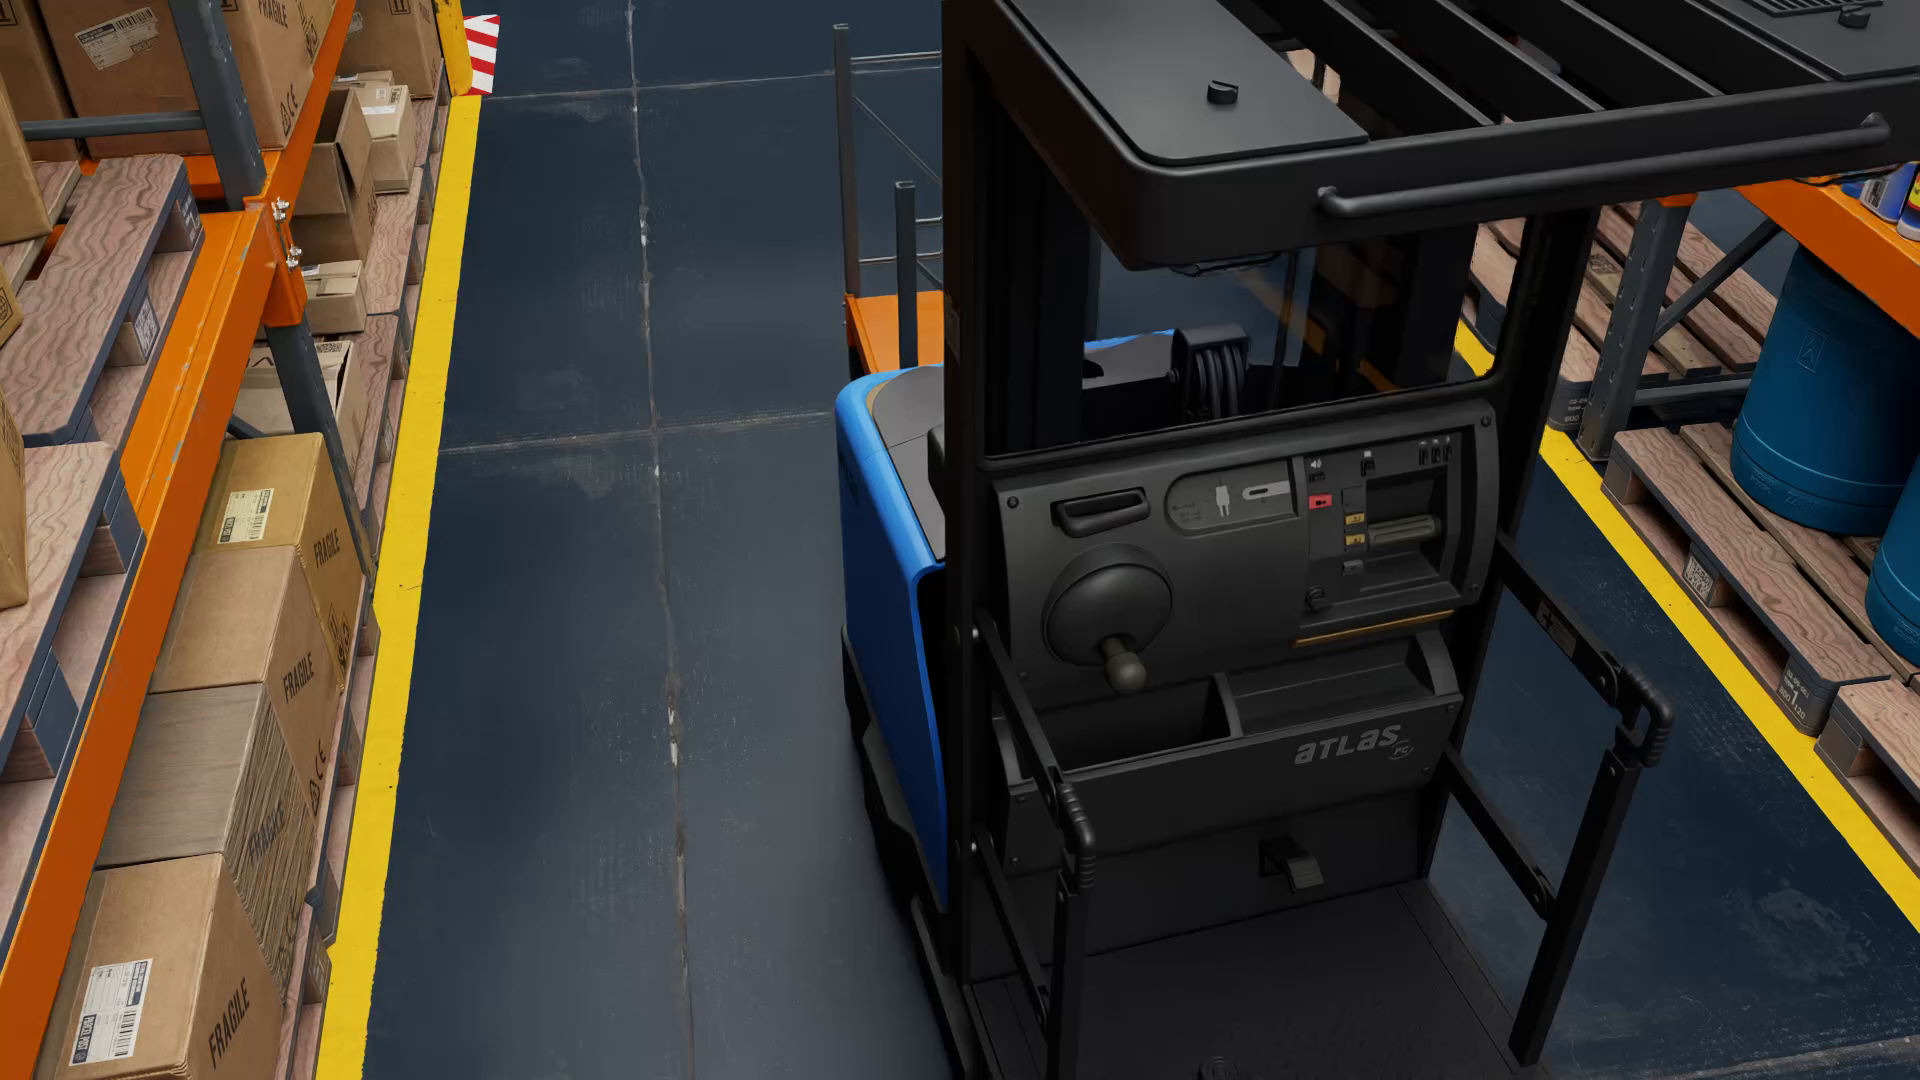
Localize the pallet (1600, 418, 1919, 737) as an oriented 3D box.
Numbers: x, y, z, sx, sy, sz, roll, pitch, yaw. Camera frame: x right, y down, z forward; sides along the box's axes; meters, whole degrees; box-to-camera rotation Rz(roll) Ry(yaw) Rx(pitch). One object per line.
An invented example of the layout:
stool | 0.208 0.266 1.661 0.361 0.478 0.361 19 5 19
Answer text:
pallet | 2.694 0.043 5.023 1.003 0.211 1.213 -6 38 -8

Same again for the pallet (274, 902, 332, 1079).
pallet | -1.881 1.329 3.368 1.003 0.211 1.213 -6 38 -8

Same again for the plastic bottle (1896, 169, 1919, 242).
plastic bottle | 2.363 -0.863 4.021 0.097 0.271 0.097 0 38 0

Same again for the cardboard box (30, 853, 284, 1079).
cardboard box | -1.652 0.992 3.207 0.500 0.500 0.500 -7 38 -9

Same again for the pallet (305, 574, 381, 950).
pallet | -2.098 0.590 4.318 1.003 0.211 1.213 -6 38 -8

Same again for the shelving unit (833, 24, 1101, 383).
shelving unit | -0.008 -0.575 4.767 0.587 1.500 1.083 -7 38 -9

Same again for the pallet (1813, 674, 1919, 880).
pallet | 2.911 0.781 4.072 1.003 0.211 1.213 -6 38 -8

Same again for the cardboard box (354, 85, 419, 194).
cardboard box | -2.504 -1.623 6.777 0.500 0.250 0.500 -6 38 -8

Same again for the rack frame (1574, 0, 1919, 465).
rack frame | 2.599 -1.529 4.773 1.000 3.000 0.127 -6 38 -8

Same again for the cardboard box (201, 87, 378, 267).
cardboard box | -2.612 -1.320 6.181 0.797 0.503 0.637 -6 38 -8

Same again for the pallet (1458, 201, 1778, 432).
pallet | 2.432 -0.868 6.195 1.003 0.211 1.213 -6 38 -8

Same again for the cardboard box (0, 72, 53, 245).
cardboard box | -2.415 -0.893 3.531 0.700 0.500 0.500 -19 42 -23

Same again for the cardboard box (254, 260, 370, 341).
cardboard box | -2.300 -0.851 5.852 0.380 0.166 0.250 -6 38 -8

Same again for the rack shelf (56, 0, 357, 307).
rack shelf | -2.628 -1.922 5.866 1.077 0.370 4.000 -6 38 -8

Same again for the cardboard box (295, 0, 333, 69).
cardboard box | -2.192 -1.684 4.891 0.500 0.500 0.500 -6 38 -7

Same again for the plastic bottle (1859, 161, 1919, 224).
plastic bottle | 2.370 -0.938 4.114 0.152 0.276 0.135 -6 38 -8

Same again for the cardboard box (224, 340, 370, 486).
cardboard box | -2.138 -0.387 5.136 0.500 0.311 0.500 -6 38 -8

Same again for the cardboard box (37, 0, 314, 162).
cardboard box | -2.099 -1.375 4.493 0.500 0.500 0.500 -5 38 -7

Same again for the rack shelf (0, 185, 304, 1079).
rack shelf | -1.927 0.494 2.756 1.077 0.370 4.000 -6 38 -8

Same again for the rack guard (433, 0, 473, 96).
rack guard | -2.966 -2.381 7.908 1.175 0.500 0.348 -6 38 -8

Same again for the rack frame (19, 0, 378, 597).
rack frame | -2.278 -0.998 4.090 1.000 3.000 0.127 -6 38 -8

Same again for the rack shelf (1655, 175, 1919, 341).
rack shelf | 2.950 -0.037 3.439 1.077 0.370 4.000 -6 38 -8

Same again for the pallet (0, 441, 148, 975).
pallet | -1.922 0.319 2.550 1.003 0.211 1.213 -6 38 -8

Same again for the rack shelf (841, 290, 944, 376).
rack shelf | -0.007 -0.427 4.870 0.538 0.185 1.000 -7 38 -9

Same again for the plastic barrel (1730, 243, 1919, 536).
plastic barrel | 2.678 -0.536 4.862 0.600 0.901 0.708 -6 38 -8

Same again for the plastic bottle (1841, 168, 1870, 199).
plastic bottle | 2.322 -1.004 4.202 0.097 0.271 0.097 0 38 0

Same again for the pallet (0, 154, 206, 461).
pallet | -2.245 -0.428 3.513 1.003 0.211 1.213 -6 38 -8

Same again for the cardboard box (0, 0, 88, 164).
cardboard box | -2.618 -1.312 4.412 0.500 0.500 0.500 -6 38 -7

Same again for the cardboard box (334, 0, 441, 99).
cardboard box | -2.641 -2.299 7.443 0.500 0.500 0.500 -6 38 -8

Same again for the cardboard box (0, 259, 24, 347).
cardboard box | -2.232 -0.485 3.005 0.700 0.500 0.500 -1 38 -1

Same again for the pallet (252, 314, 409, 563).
pallet | -2.397 -0.312 5.480 1.003 0.211 1.213 -6 38 -8

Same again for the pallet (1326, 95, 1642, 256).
pallet | 2.215 -1.606 7.145 1.003 0.211 1.213 -6 38 -8

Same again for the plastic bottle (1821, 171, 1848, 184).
plastic bottle | 2.305 -1.035 4.299 0.097 0.201 0.097 0 38 0

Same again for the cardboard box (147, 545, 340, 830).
cardboard box | -1.831 0.382 3.992 0.500 0.500 0.500 -6 38 -8

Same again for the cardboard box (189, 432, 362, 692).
cardboard box | -1.909 0.082 4.378 0.500 0.500 0.500 -6 38 -8

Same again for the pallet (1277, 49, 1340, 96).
pallet | 2.005 -2.341 8.092 1.003 0.211 1.213 -6 38 -8

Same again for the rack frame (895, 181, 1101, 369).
rack frame | 0.096 -0.264 4.367 0.500 1.500 0.032 -7 38 -9

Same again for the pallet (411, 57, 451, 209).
pallet | -2.825 -1.786 7.377 1.003 0.211 1.213 -6 38 -8

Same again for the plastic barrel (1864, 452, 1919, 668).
plastic barrel | 2.802 -0.108 4.312 0.600 0.901 0.708 -6 38 -8

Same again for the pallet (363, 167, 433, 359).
pallet | -2.615 -1.050 6.430 1.003 0.211 1.213 -6 38 -8

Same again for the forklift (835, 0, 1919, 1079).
forklift | 0.579 0.086 2.751 1.130 2.935 3.031 -10 39 -13

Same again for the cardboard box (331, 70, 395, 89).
cardboard box | -2.659 -1.913 7.218 0.380 0.166 0.250 -6 38 -8

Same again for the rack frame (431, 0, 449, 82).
rack frame | -2.979 -3.414 7.200 1.000 3.000 0.127 -6 38 -8

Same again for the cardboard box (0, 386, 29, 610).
cardboard box | -1.907 -0.143 2.565 0.700 0.500 0.500 -16 41 -19

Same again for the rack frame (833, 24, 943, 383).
rack frame | -0.109 -0.875 5.153 0.500 1.500 0.032 -7 38 -9

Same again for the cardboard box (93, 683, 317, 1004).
cardboard box | -1.743 0.685 3.603 0.500 0.500 0.500 -6 38 -7

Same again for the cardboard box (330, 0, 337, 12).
cardboard box | -2.277 -1.986 5.280 0.500 0.500 0.500 -6 38 -8
